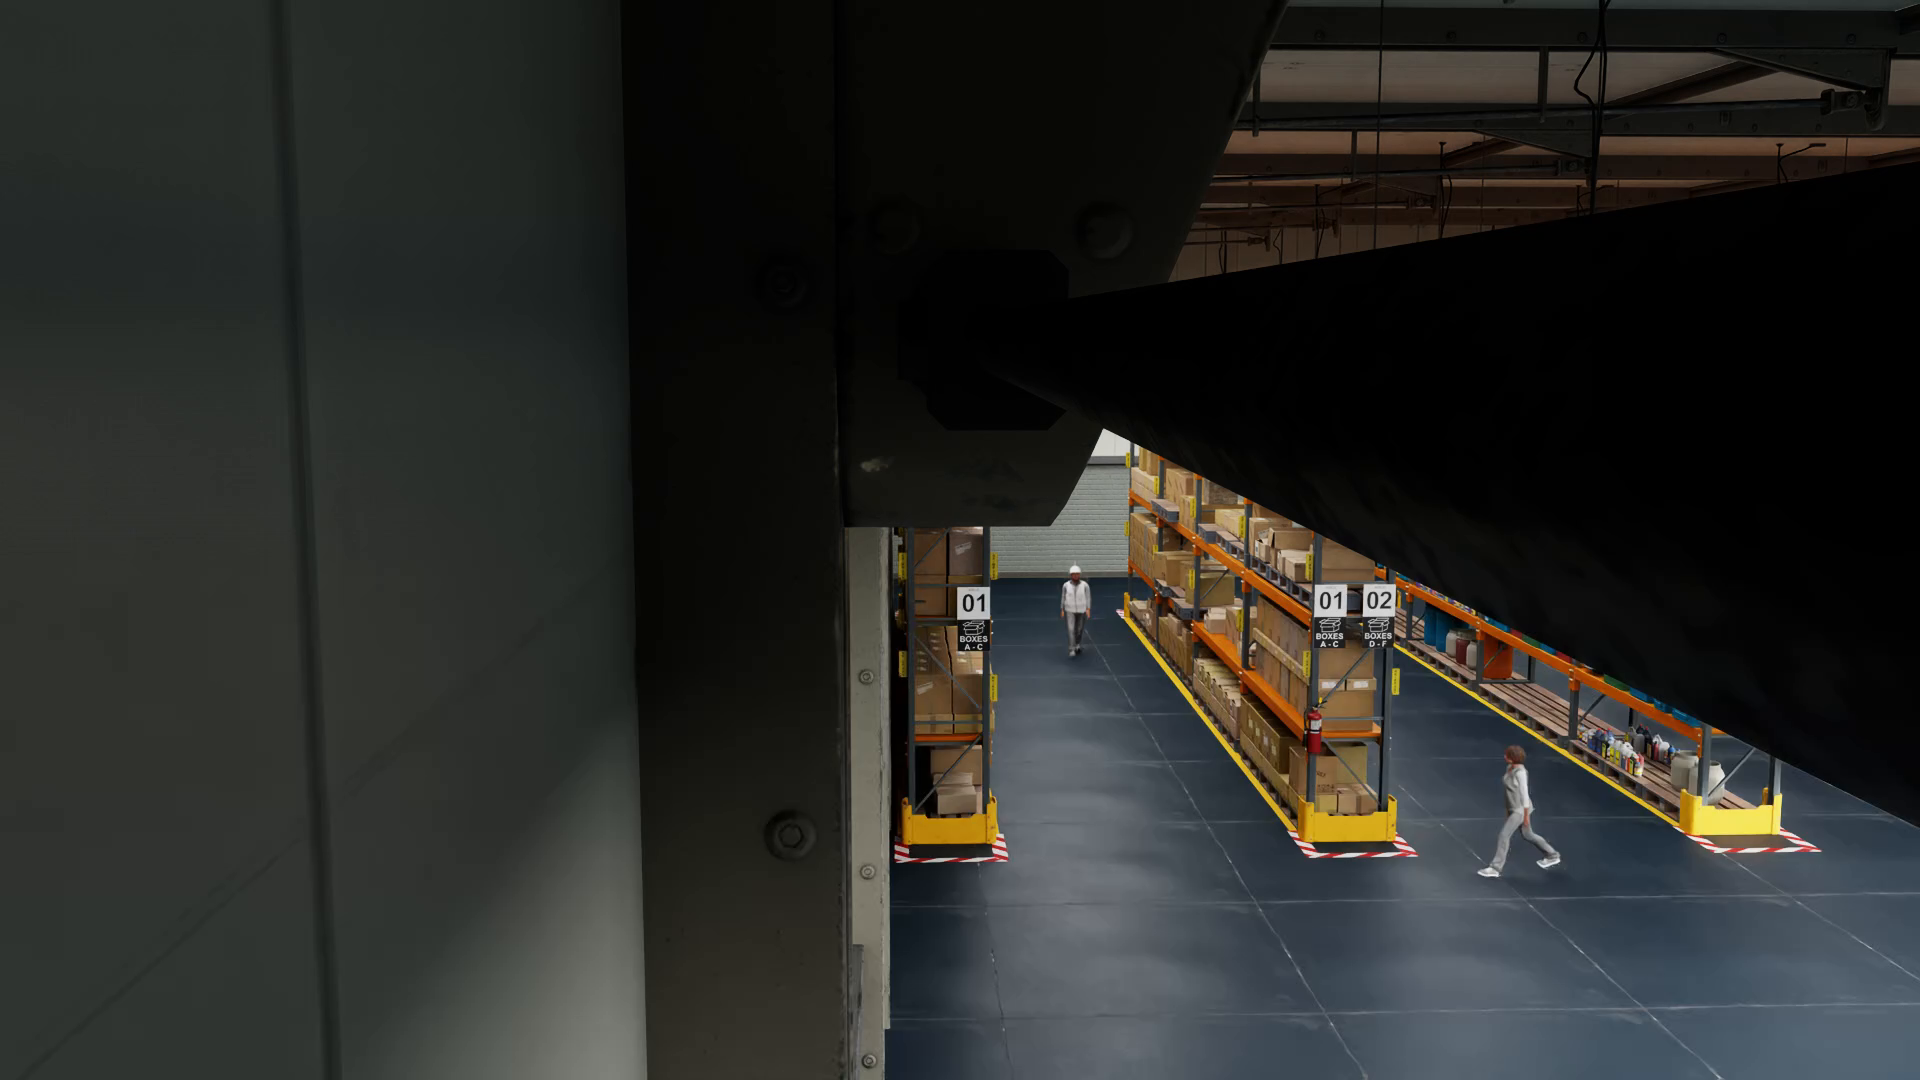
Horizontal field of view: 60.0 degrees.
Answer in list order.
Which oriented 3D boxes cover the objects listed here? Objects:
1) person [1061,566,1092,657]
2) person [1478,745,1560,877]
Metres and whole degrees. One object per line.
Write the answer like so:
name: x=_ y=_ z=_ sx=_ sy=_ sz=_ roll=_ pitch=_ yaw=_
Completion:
person: x=2.248 y=1.357 z=32.117 sx=0.579 sy=1.715 sz=1.074 roll=0 pitch=7 yaw=-1
person: x=6.476 y=3.113 z=19.213 sx=1.010 sy=1.535 sz=0.423 roll=0 pitch=7 yaw=0
